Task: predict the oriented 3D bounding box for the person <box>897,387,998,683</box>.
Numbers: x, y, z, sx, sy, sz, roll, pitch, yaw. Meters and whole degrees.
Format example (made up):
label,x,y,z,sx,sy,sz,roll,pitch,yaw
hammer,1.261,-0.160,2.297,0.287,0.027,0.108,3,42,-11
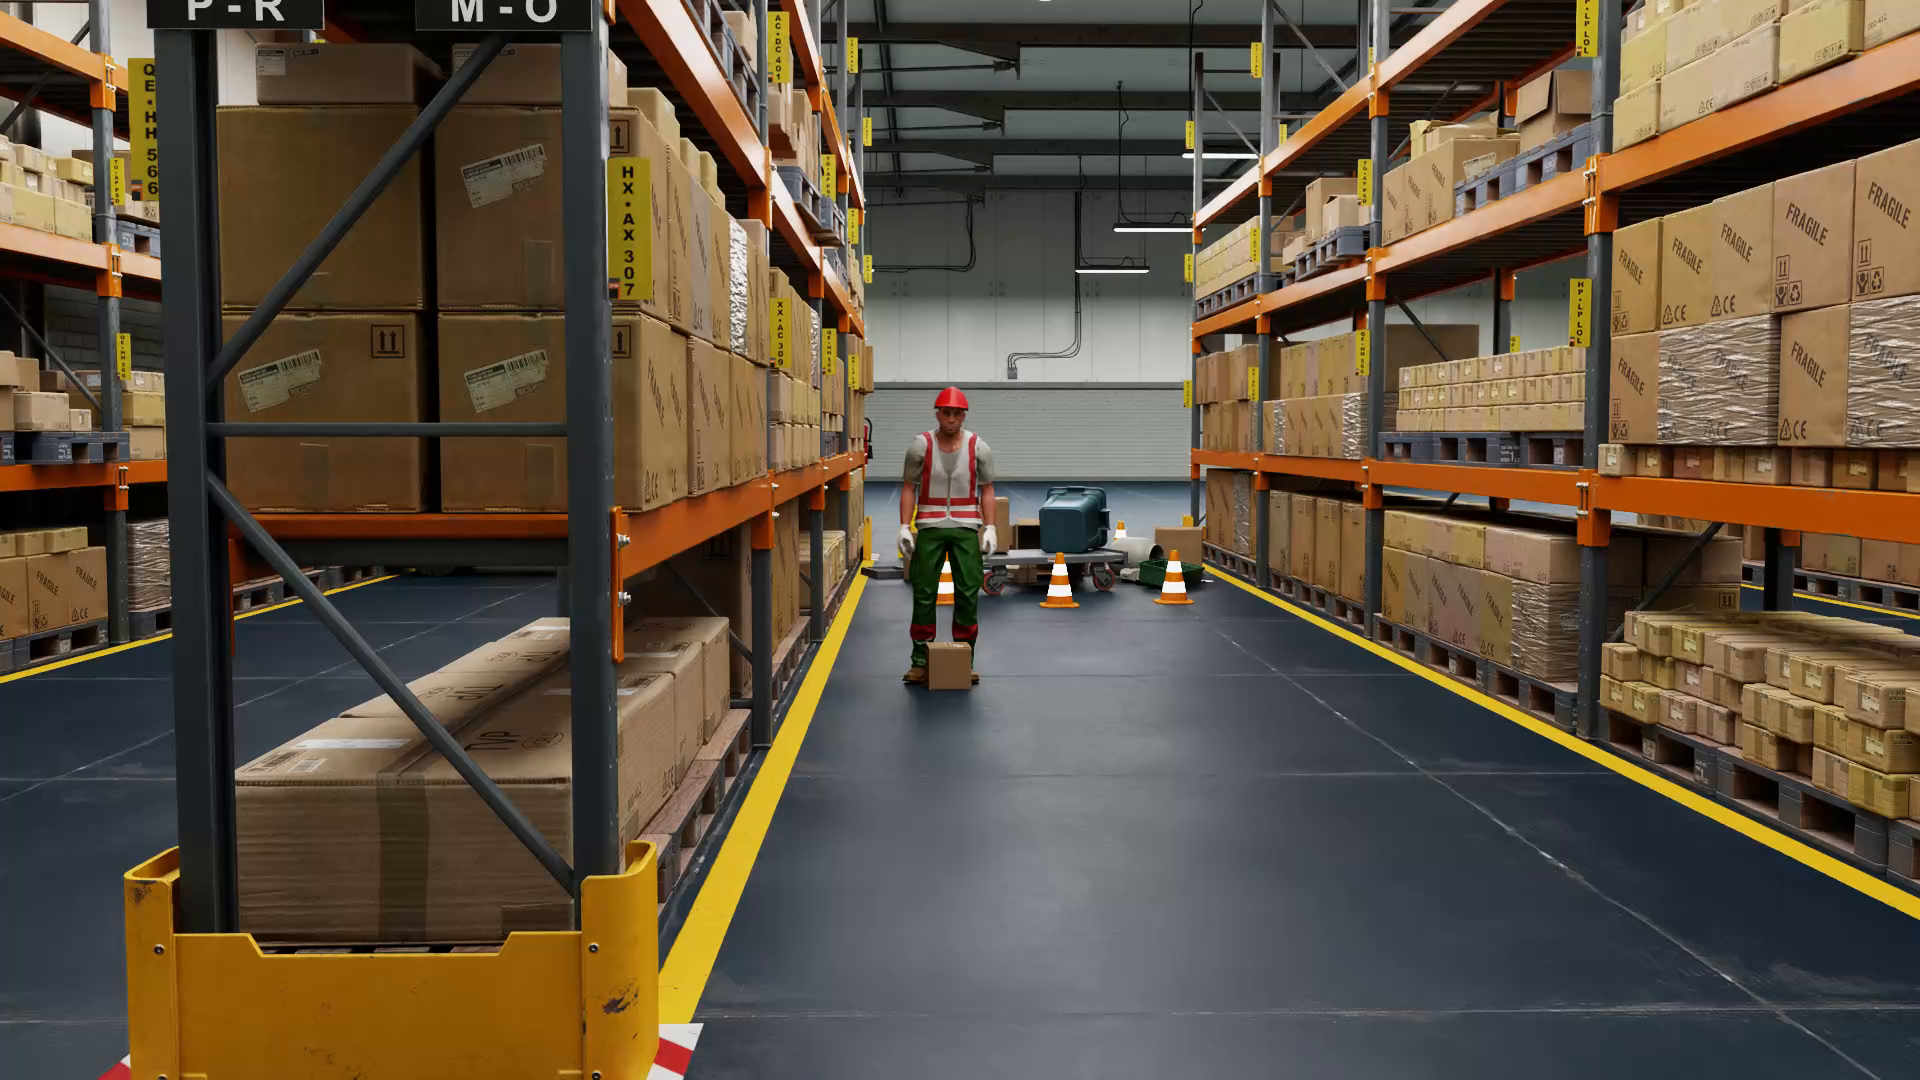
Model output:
label,x,y,z,sx,sy,sz,roll,pitch,yaw
person,-0.074,-0.031,10.032,0.609,1.779,0.454,0,4,-2
